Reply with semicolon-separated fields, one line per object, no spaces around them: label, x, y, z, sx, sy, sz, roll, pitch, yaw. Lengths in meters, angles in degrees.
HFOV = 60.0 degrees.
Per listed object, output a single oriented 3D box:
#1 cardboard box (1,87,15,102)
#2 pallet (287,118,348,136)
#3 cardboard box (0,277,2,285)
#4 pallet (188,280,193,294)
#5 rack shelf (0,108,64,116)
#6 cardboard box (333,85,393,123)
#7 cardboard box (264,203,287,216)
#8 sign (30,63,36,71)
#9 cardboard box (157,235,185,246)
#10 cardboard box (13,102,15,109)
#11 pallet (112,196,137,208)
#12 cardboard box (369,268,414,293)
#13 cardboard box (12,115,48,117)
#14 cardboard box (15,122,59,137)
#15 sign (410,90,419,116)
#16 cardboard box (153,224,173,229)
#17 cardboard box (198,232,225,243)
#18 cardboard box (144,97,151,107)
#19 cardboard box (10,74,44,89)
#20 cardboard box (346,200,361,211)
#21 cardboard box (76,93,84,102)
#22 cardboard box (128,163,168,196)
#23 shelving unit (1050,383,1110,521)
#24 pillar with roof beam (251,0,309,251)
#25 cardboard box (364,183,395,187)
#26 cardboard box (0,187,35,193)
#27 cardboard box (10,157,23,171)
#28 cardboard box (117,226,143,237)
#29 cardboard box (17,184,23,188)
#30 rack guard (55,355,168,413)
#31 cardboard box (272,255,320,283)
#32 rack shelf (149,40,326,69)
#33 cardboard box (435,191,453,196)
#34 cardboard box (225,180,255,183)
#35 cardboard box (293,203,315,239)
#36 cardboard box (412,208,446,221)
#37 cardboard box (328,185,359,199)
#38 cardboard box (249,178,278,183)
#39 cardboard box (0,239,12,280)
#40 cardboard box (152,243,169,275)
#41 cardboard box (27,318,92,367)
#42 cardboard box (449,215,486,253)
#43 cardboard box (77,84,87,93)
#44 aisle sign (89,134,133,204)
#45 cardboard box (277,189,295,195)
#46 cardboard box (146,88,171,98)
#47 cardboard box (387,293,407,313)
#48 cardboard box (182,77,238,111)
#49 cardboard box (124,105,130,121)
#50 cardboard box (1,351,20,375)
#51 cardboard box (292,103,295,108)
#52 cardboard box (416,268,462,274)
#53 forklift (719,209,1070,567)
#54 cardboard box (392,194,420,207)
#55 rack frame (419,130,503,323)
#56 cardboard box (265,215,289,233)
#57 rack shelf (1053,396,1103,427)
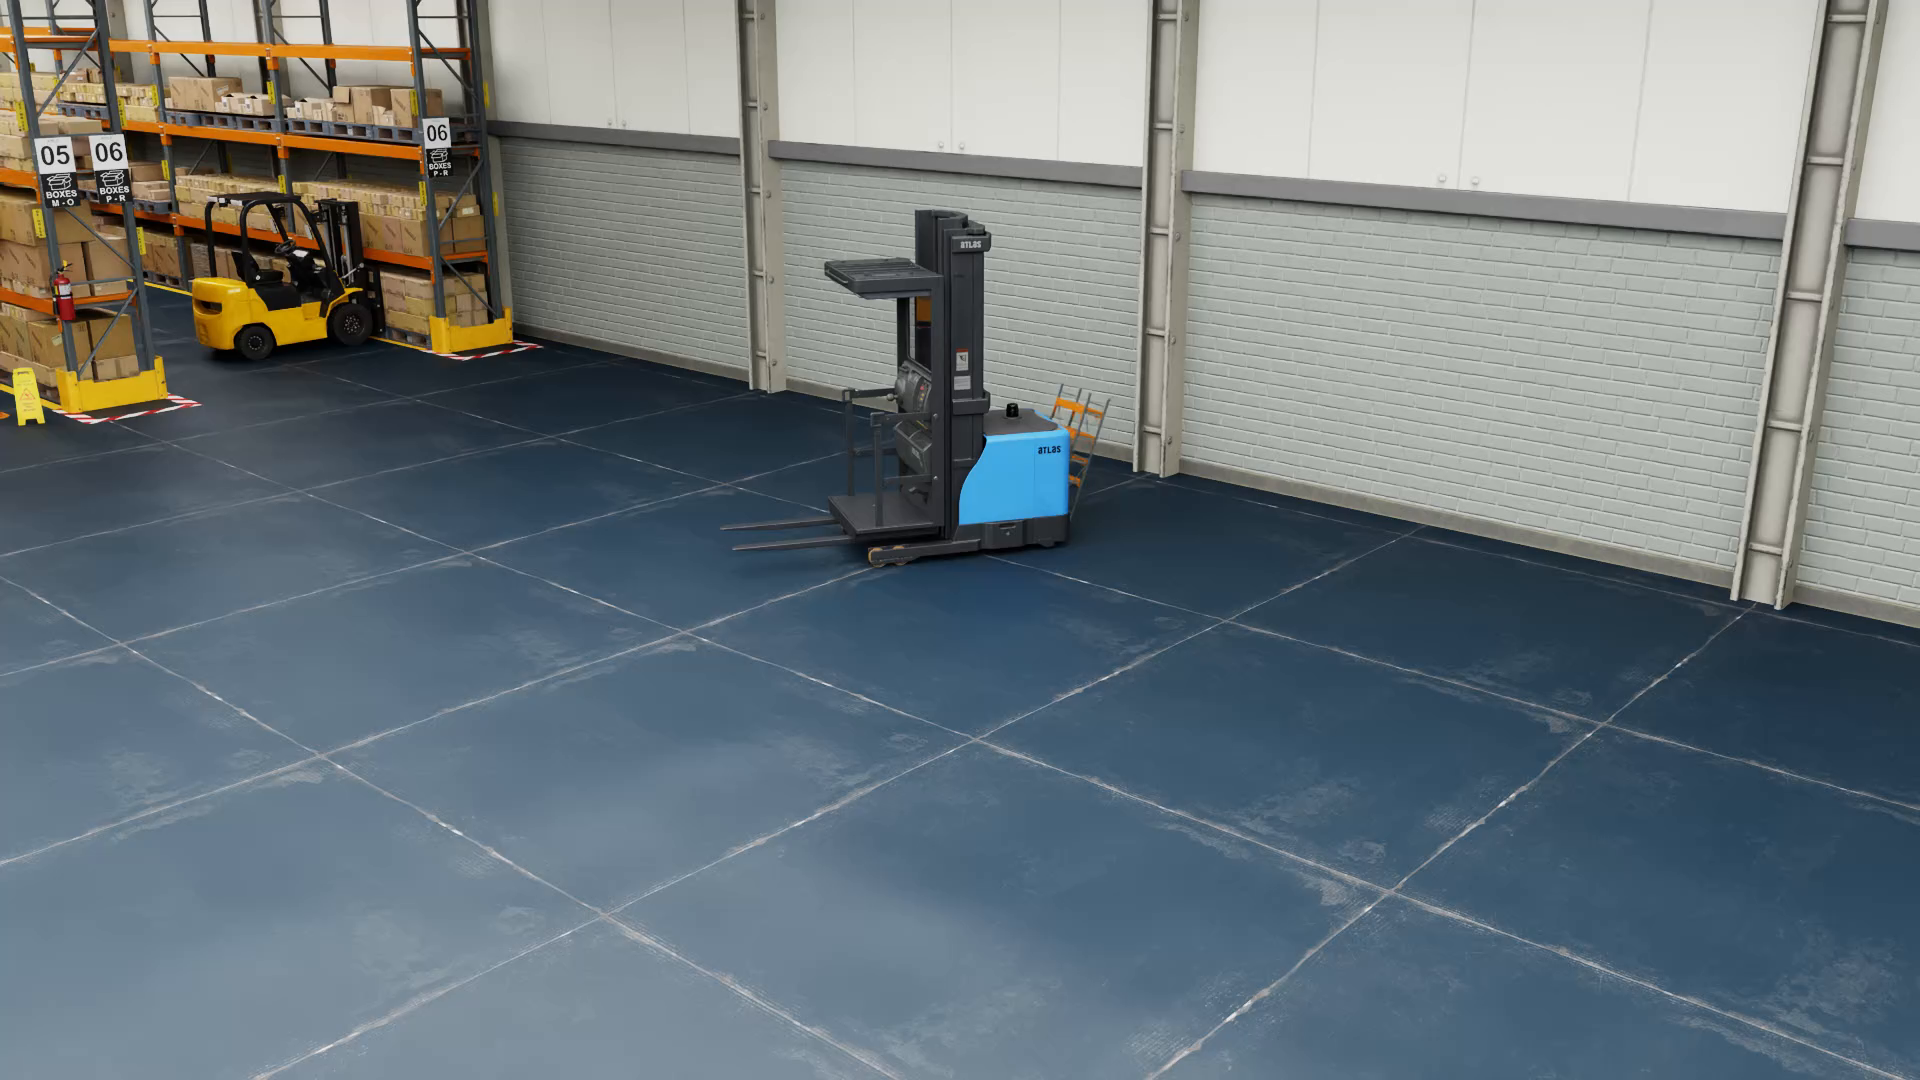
cardboard box;-18.049;-8.571;31.956;0.500;0.250;0.500;14;22;38
pallet;-9.337;-6.237;24.994;1.213;0.211;1.003;15;23;39
cardboard box;-12.104;-3.333;21.069;0.250;0.149;0.380;15;23;39
pallet;-12.394;-4.315;28.359;1.213;0.211;1.003;15;23;39
rack shelf;-17.472;-8.110;31.937;4.000;0.370;1.077;15;23;39
cardboard box;-8.605;-6.327;24.100;0.637;0.503;0.797;16;24;41
cardboard box;-10.529;-5.223;26.031;0.500;0.250;0.500;14;23;38
sign;-18.584;-9.398;33.343;0.005;0.325;0.100;15;23;39
cardboard box;-13.746;-5.226;28.985;0.250;0.149;0.380;14;22;36
cardboard box;-17.801;-8.288;31.725;0.250;0.149;0.380;15;23;39
pallet;-14.442;-6.116;29.742;1.213;0.211;1.003;15;23;39
cardboard box;-8.322;-3.800;24.326;0.500;0.250;0.500;15;23;40
cardboard box;-11.540;-5.208;20.703;0.250;0.149;0.380;16;23;40
cardboard box;-10.741;-4.779;19.351;0.250;0.149;0.380;15;23;40
sign;-7.371;-5.906;22.471;0.005;0.325;0.100;15;23;39
cardboard box;-14.513;-5.680;30.417;0.250;0.149;0.380;15;23;40
cardboard box;-13.167;-5.311;29.255;0.250;0.149;0.380;17;24;42
cardboard box;-13.590;-7.440;28.225;0.250;0.149;0.380;14;23;38
cardboard box;-17.662;-8.713;31.577;0.500;0.250;0.500;16;24;41
cardboard box;-8.785;-4.933;24.460;0.250;0.149;0.380;14;23;38
cardboard box;-15.459;-7.871;29.550;0.250;0.149;0.380;15;23;40
cardboard box;-14.328;-6.354;29.308;0.637;0.503;0.797;14;23;38
shelving unit;1.004;-0.836;15.717;0.258;1.200;0.503;12;9;-32
pillar with roof beam;-14.268;-7.646;24.327;0.400;9.000;9.100;15;23;39
cardboard box;-8.776;-5.315;25.172;0.250;0.149;0.380;15;23;38
cardboard box;-11.924;-4.121;20.829;0.500;0.500;0.700;15;23;39
cardboard box;-10.953;-4.449;19.628;0.250;0.149;0.380;15;23;40
cardboard box;-15.050;-5.609;30.194;0.250;0.149;0.380;15;23;39
cardboard box;-18.315;-7.027;32.709;0.250;0.149;0.380;16;24;41
rack guard;-10.349;-1.912;20.310;0.348;0.500;1.175;15;23;39
cardboard box;-10.390;-4.186;26.573;0.625;0.625;0.875;16;24;42
rack shelf;-11.488;-7.743;26.482;4.000;0.370;1.077;15;23;39
cardboard box;-7.490;-4.936;23.978;0.250;0.149;0.380;16;23;40
cardboard box;-11.710;-5.757;27.056;0.250;0.149;0.380;15;23;39
cardboard box;-9.834;-4.915;25.473;0.500;0.500;0.500;14;22;38
cardboard box;-7.446;-4.575;23.331;0.250;0.149;0.380;15;23;40
cardboard box;-9.162;-5.180;24.747;0.250;0.149;0.380;15;23;38
cardboard box;-11.445;-5.852;27.354;0.250;0.149;0.380;16;24;41
cardboard box;-11.625;-3.527;20.610;0.500;0.500;0.500;15;23;39
cardboard box;-13.810;-4.966;29.239;0.500;0.500;0.500;15;23;38
cardboard box;-11.065;-2.437;20.444;0.500;0.500;0.500;15;23;40
cardboard box;-7.187;-4.422;23.921;0.500;0.500;0.500;16;24;41
cardboard box;-15.425;-8.018;29.523;0.250;0.149;0.380;15;23;38
aisle sign;-10.040;-4.385;19.672;0.004;0.787;0.394;15;23;39
cardboard box;-10.395;-5.390;25.900;0.250;0.149;0.380;16;24;41
cardboard box;-13.437;-7.510;27.956;0.250;0.149;0.380;16;24;41
cardboard box;-7.940;-3.470;24.111;0.500;0.250;0.500;15;23;39
cardboard box;-12.160;-7.264;27.058;0.500;0.500;0.700;14;23;38
cardboard box;-14.280;-7.426;28.840;0.500;0.250;0.500;15;23;39
cardboard box;-11.853;-2.289;21.216;0.500;0.250;0.500;14;22;37
cardboard box;-10.497;-6.788;26.138;0.250;0.149;0.380;15;23;39
cardboard box;-7.610;-3.817;24.378;0.500;0.250;0.500;15;23;39
forklift;-0.593;-1.339;14.487;3.031;2.935;1.130;-6;18;-17
cardboard box;-7.827;-4.824;23.623;0.250;0.149;0.380;16;23;40
rack frame;-7.000;-4.212;23.425;0.127;3.000;1.000;15;23;39
cardboard box;-10.543;-4.986;26.110;0.500;0.250;0.500;16;23;40
rack shelf;1.120;-1.207;15.664;0.258;0.148;0.480;12;9;-32
